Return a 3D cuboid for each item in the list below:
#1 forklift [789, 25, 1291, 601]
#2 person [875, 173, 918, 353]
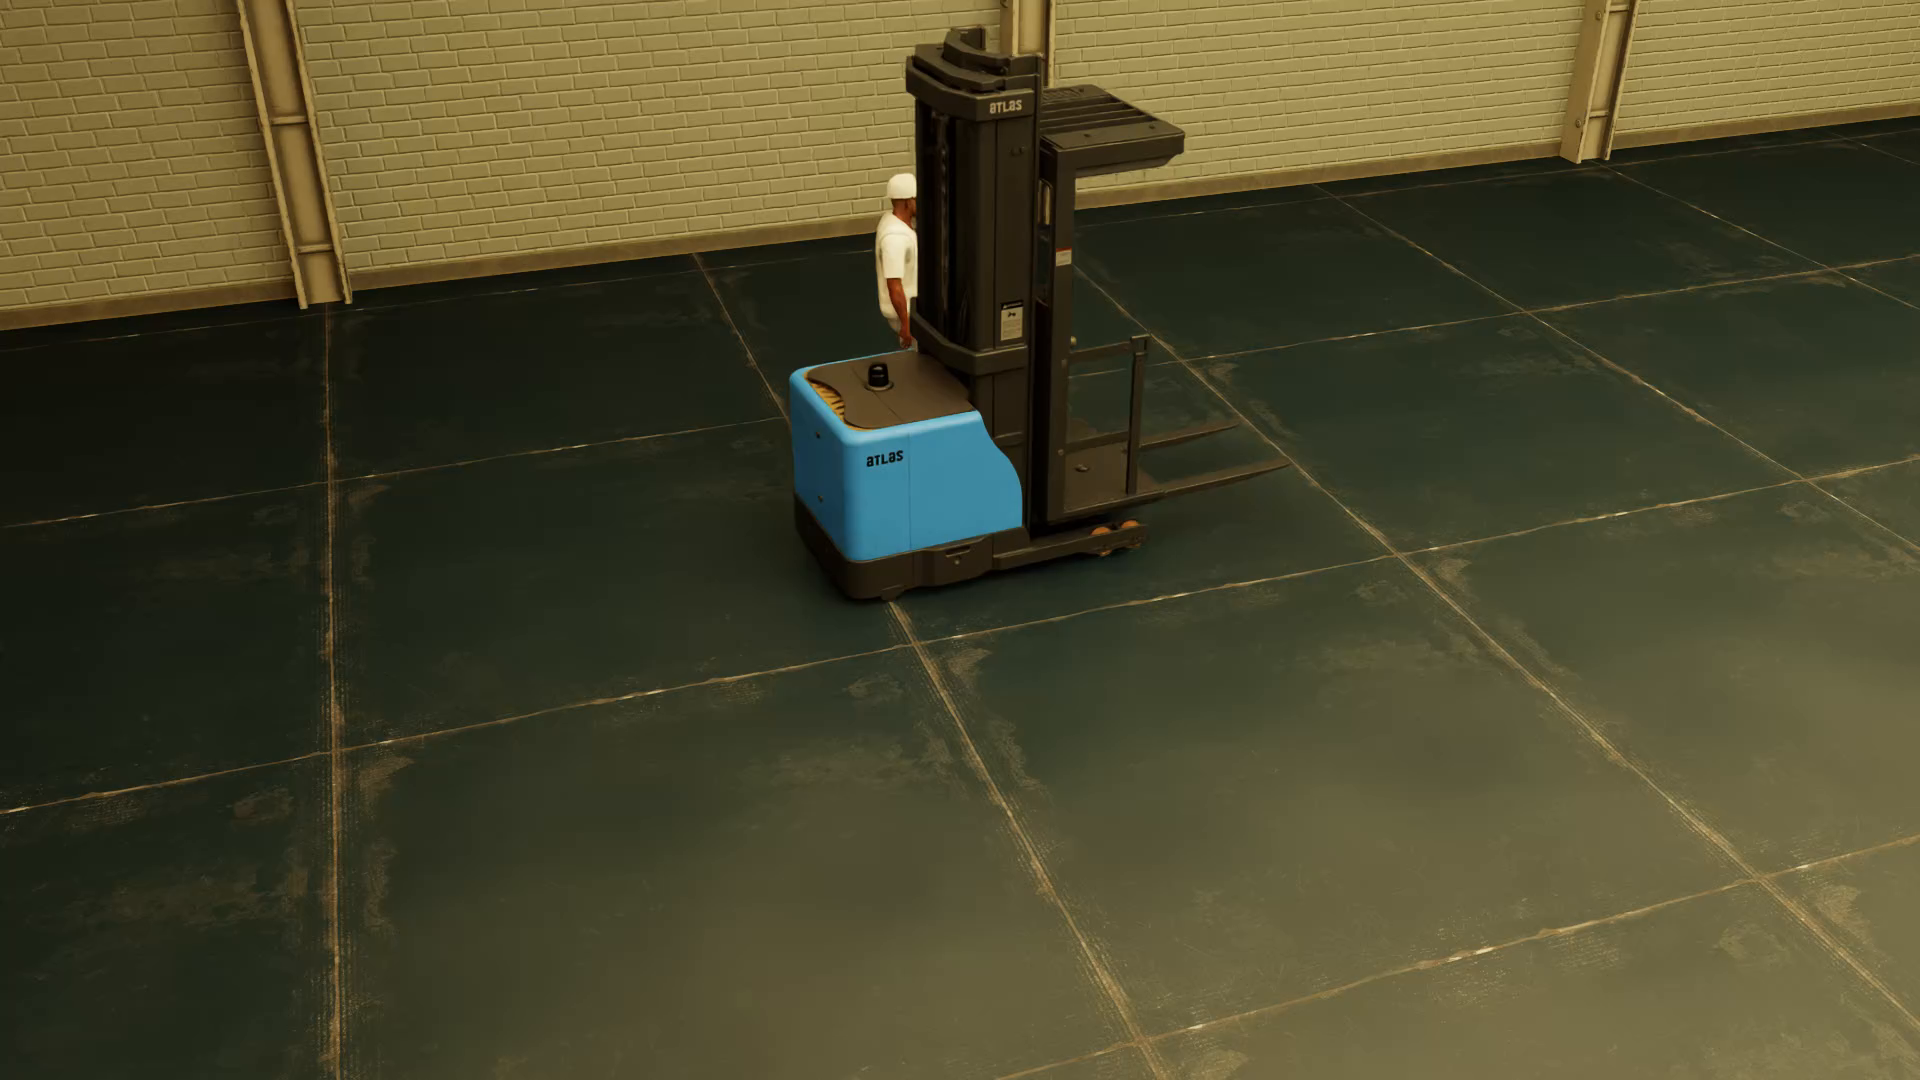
[{"bbox_3d":[0.561,-1.405,9.529,3.031,2.935,1.130,-13,32,-21],"label":"forklift"},{"bbox_3d":[-0.330,-1.549,10.958,0.442,1.759,0.731,-3,30,-5],"label":"person"}]
